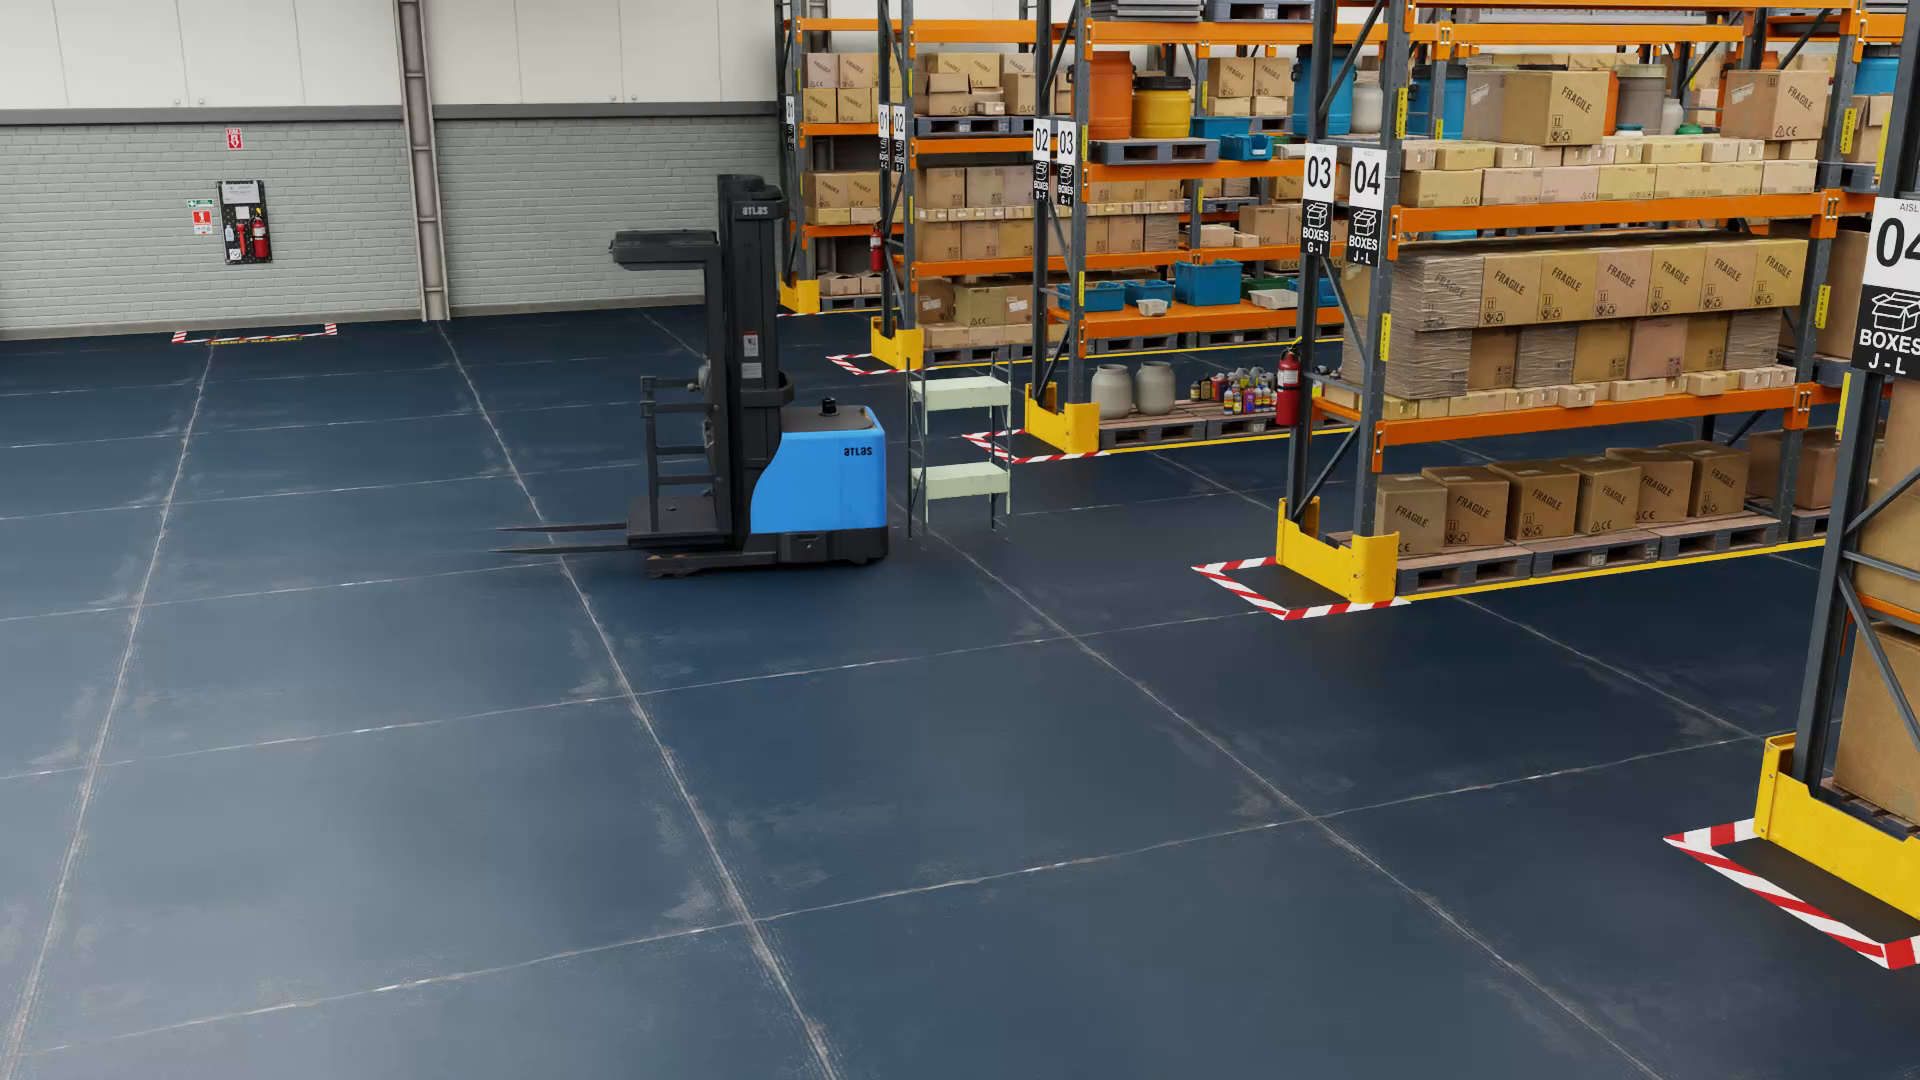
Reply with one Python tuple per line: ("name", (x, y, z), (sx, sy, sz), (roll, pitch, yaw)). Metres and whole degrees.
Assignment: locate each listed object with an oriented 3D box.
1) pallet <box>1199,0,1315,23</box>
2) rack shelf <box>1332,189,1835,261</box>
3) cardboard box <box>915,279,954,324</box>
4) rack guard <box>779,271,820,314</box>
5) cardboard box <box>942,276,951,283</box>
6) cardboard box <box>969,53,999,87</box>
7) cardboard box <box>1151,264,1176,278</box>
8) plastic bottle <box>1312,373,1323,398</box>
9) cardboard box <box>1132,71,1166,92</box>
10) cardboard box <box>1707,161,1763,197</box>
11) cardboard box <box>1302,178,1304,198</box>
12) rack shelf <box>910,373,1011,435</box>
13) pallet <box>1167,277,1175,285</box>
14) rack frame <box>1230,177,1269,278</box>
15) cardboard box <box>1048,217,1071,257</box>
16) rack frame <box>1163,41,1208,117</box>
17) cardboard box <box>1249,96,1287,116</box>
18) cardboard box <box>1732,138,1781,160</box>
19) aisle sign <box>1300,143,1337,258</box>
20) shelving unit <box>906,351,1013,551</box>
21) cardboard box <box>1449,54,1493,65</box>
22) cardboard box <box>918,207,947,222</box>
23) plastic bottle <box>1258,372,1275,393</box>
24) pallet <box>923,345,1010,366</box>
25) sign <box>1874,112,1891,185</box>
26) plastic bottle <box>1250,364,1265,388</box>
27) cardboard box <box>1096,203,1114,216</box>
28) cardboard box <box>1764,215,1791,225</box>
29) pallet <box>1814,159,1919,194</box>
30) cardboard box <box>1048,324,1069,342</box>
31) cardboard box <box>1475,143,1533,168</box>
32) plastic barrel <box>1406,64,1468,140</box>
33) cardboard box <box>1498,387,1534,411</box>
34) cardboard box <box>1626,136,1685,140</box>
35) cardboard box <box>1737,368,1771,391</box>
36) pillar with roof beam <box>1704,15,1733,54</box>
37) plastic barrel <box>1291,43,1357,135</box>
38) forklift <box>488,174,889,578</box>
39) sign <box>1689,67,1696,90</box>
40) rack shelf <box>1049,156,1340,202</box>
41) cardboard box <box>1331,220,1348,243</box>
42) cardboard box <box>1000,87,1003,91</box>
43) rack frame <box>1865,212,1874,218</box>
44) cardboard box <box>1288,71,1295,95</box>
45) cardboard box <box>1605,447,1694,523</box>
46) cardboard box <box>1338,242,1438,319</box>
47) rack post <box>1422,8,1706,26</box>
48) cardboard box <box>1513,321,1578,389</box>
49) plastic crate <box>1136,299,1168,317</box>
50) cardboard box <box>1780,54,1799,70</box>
("pallet", (2.814, -5.222, 16.454), (1.213, 0.211, 1.003), (-6, 17, -20))
("rack shelf", (4.619, -2.430, 12.501), (4.000, 0.370, 1.077), (-6, 17, -20))
("cardboard box", (-0.395, -3.115, 21.686), (0.500, 0.500, 0.500), (-6, 17, -20))
("rack guard", (-2.495, -3.852, 25.828), (0.348, 0.500, 1.175), (-6, 17, -20))
("cardboard box", (-0.331, -4.134, 26.632), (0.250, 0.149, 0.380), (-8, 18, -25))
("cardboard box", (0.288, -7.243, 25.629), (0.500, 0.500, 0.500), (-5, 17, -17))
("cardboard box", (3.275, -4.697, 27.924), (0.500, 0.500, 0.700), (-6, 17, -20))
("plastic bottle", (3.736, -1.588, 17.602), (0.185, 0.351, 0.144), (-6, 17, -20))
("cardboard box", (2.381, -5.918, 21.934), (0.500, 0.500, 0.500), (-5, 17, -16))
("cardboard box", (5.663, -2.740, 12.547), (0.500, 0.250, 0.500), (-6, 17, -19))
("cardboard box", (5.942, -6.083, 28.247), (0.500, 0.500, 0.500), (-6, 17, -18))
("rack shelf", (-0.006, -1.093, 13.275), (0.720, 0.370, 0.431), (-6, 17, -20))
("pallet", (3.037, -4.312, 27.907), (1.213, 0.211, 1.003), (-6, 17, -20))
("rack frame", (4.905, -5.850, 28.197), (0.127, 3.000, 1.000), (-6, 17, -20))
("cardboard box", (1.096, -3.989, 21.682), (0.500, 0.500, 0.700), (-6, 17, -18))
("rack frame", (2.946, -7.022, 21.541), (0.127, 3.000, 1.000), (-6, 17, -20))
("cardboard box", (4.036, -5.828, 22.320), (0.500, 0.250, 0.500), (-8, 18, -25))
("cardboard box", (6.004, -2.984, 12.671), (0.250, 0.149, 0.380), (-6, 17, -19))
("aisle sign", (2.586, -2.454, 12.017), (0.004, 0.787, 0.394), (-6, 17, -20))
("shelving unit", (-0.006, -0.719, 13.385), (0.755, 1.500, 0.431), (-6, 17, -20))
("cardboard box", (7.090, -6.557, 23.326), (0.500, 0.500, 0.500), (-6, 17, -20))
("cardboard box", (-0.346, -4.083, 20.849), (0.250, 0.149, 0.380), (-6, 18, -20))
("plastic bottle", (3.316, -1.674, 18.029), (0.135, 0.276, 0.152), (-6, 17, -20))
("pallet", (-0.090, -2.491, 21.706), (1.213, 0.211, 1.003), (-6, 17, -20))
("sign", (4.251, -1.789, 7.612), (0.005, 0.325, 0.100), (-6, 17, -20))
("plastic bottle", (3.239, -1.746, 18.142), (0.185, 0.351, 0.144), (-6, 18, -21))
("cardboard box", (1.818, -4.317, 21.648), (0.250, 0.149, 0.380), (-6, 17, -20))
("cardboard box", (12.409, -5.132, 25.574), (0.500, 0.500, 0.500), (-6, 18, -21))
("pallet", (7.101, -2.921, 13.230), (1.003, 0.211, 1.213), (-6, 17, -20))
("cardboard box", (1.192, -2.769, 21.839), (0.500, 0.250, 0.500), (-6, 17, -20))
("cardboard box", (3.840, -2.727, 11.795), (0.250, 0.149, 0.380), (-5, 17, -18))
("plastic barrel", (5.112, -4.629, 17.823), (0.708, 0.901, 0.600), (-6, 17, -20))
("cardboard box", (4.044, -1.075, 12.381), (0.250, 0.149, 0.380), (-6, 17, -20))
("cardboard box", (5.374, -3.041, 12.867), (0.250, 0.149, 0.380), (-6, 17, -18))
("cardboard box", (6.154, -1.295, 13.130), (0.250, 0.149, 0.380), (-6, 17, -20))
("pillar with roof beam", (16.127, -8.902, 27.943), (0.400, 9.000, 9.100), (-6, 17, -20))
("plastic barrel", (3.747, -4.649, 17.149), (0.708, 0.901, 0.600), (-6, 17, -20))
("forklift", (-2.124, -1.277, 12.746), (3.031, 2.935, 1.130), (-3, 17, -10))
("sign", (10.618, -6.681, 24.086), (0.005, 0.325, 0.100), (-6, 17, -20))
("rack shelf", (2.847, -3.733, 16.939), (4.000, 0.370, 1.077), (-6, 17, -20))
("cardboard box", (5.120, -4.422, 23.155), (0.500, 0.500, 0.500), (-7, 18, -23))
("cardboard box", (0.784, -6.828, 25.988), (0.500, 0.500, 0.500), (-6, 17, -19))
("rack frame", (14.151, -5.354, 26.506), (0.127, 3.000, 1.000), (-6, 17, -20))
("cardboard box", (5.328, -7.612, 27.913), (0.500, 0.500, 0.700), (-8, 18, -24))
("cardboard box", (5.567, -0.450, 13.497), (0.500, 0.500, 0.500), (-1, 16, -2))
("cardboard box", (3.177, -1.925, 12.349), (0.500, 0.500, 0.500), (-6, 17, -20))
("rack post", (6.523, -6.036, 17.827), (3.121, 1.000, 1.013), (-6, 17, -20))
("cardboard box", (4.181, -1.494, 12.656), (0.500, 0.500, 0.875), (-6, 17, -20))
("plastic crate", (1.930, -2.316, 16.630), (0.250, 0.136, 0.298), (-6, 17, -20))
("cardboard box", (12.251, -7.132, 25.286), (0.500, 0.500, 0.700), (-6, 17, -20))
